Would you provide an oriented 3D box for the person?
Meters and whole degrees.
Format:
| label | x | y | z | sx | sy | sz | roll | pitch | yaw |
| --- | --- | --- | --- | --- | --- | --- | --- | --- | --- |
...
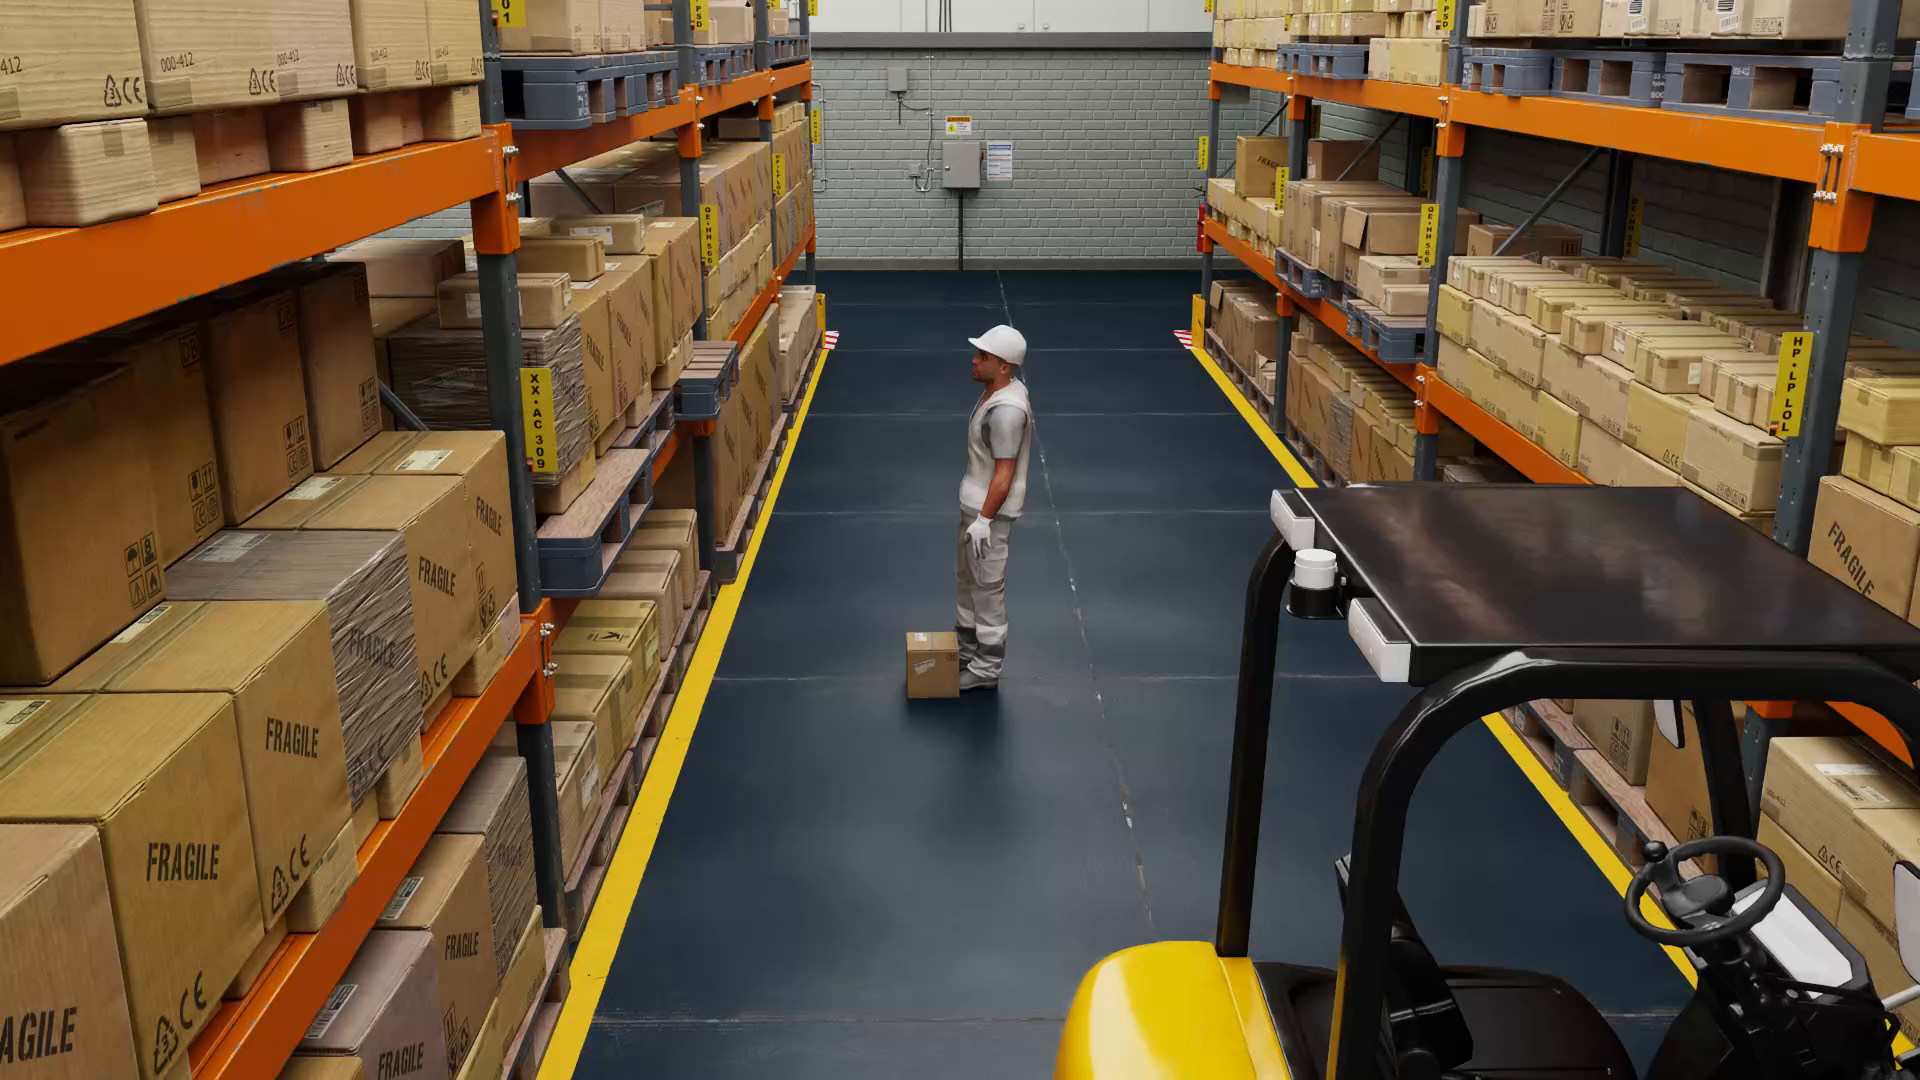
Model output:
| label | x | y | z | sx | sy | sz | roll | pitch | yaw |
| --- | --- | --- | --- | --- | --- | --- | --- | --- | --- |
| person | 0.056 | -0.143 | 7.941 | 0.562 | 1.789 | 0.638 | 0 | 17 | -1 |
